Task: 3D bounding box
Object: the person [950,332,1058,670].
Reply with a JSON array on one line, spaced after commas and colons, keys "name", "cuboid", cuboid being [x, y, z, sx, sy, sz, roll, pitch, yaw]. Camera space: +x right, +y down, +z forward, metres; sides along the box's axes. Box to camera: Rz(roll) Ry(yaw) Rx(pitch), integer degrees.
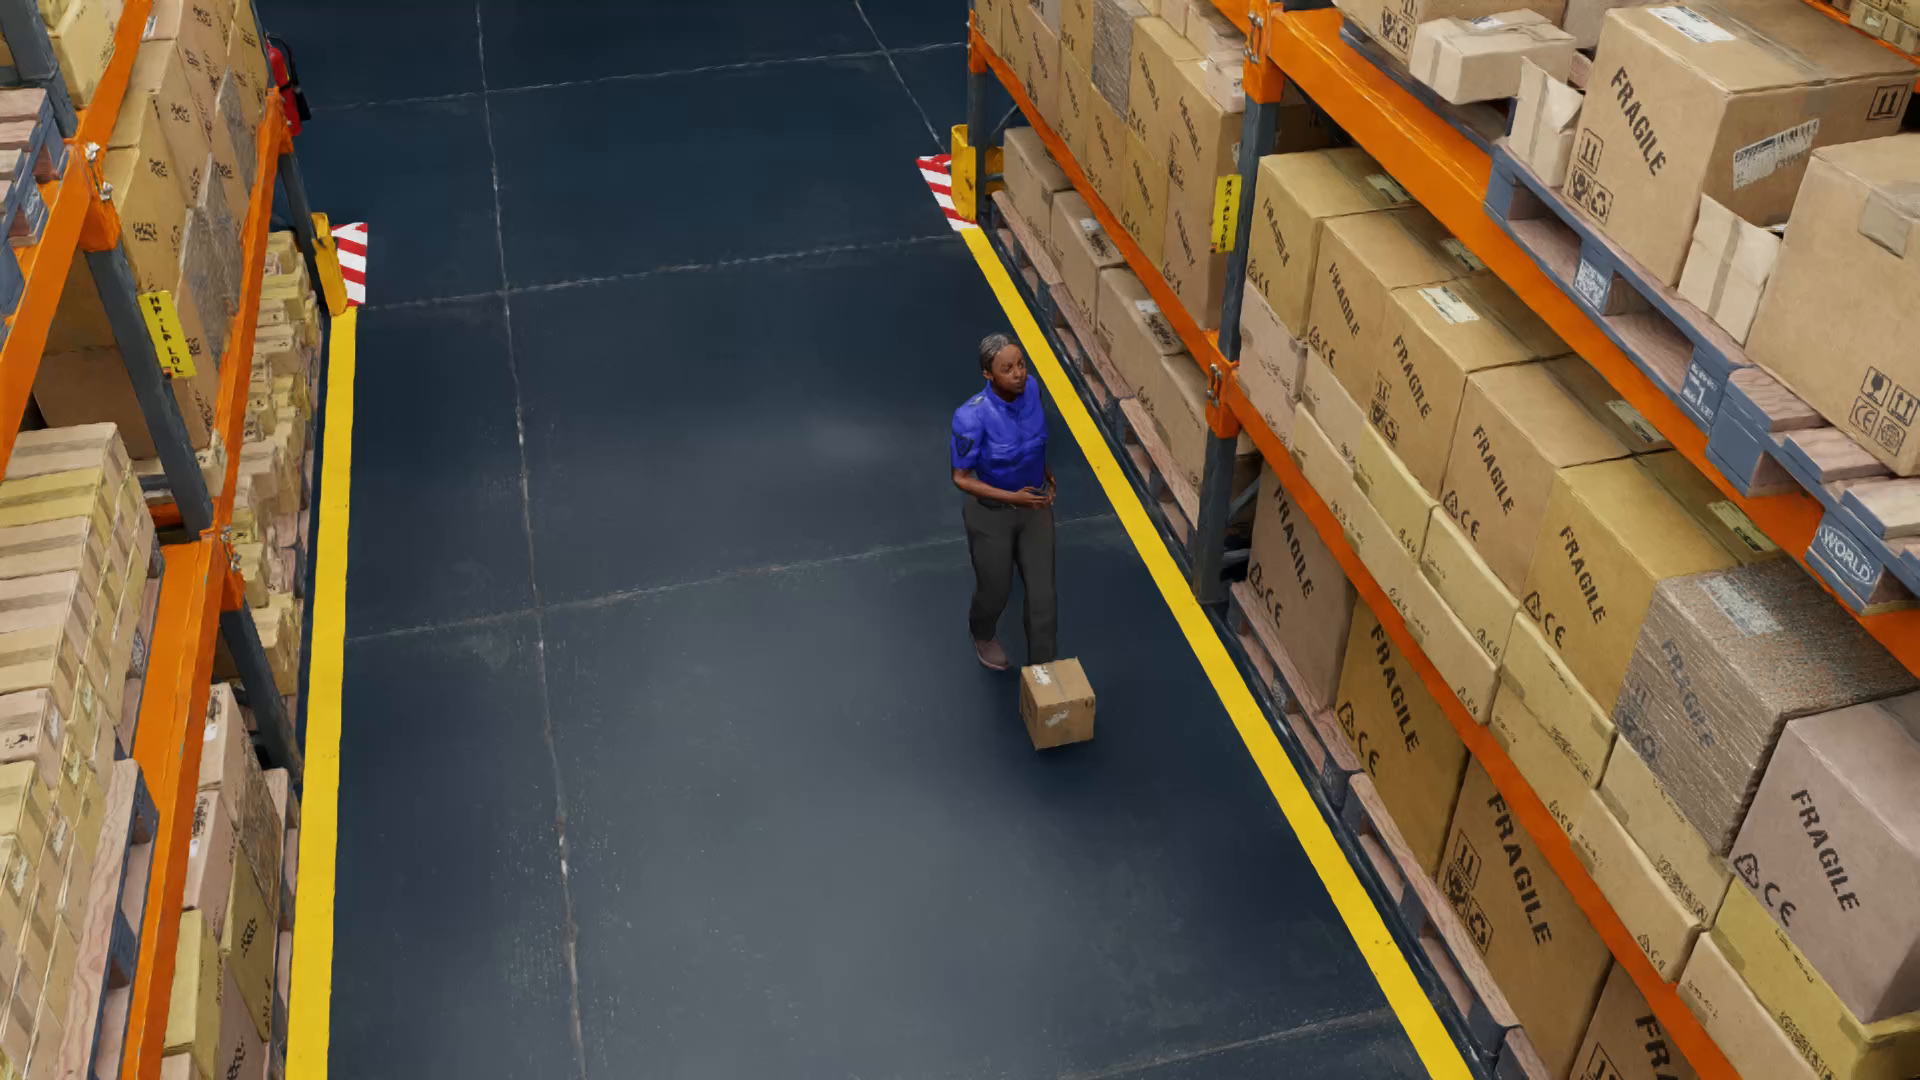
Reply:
[{"name": "person", "cuboid": [0.231, -0.057, 6.830, 0.541, 1.680, 0.687, -18, 42, -21]}]
